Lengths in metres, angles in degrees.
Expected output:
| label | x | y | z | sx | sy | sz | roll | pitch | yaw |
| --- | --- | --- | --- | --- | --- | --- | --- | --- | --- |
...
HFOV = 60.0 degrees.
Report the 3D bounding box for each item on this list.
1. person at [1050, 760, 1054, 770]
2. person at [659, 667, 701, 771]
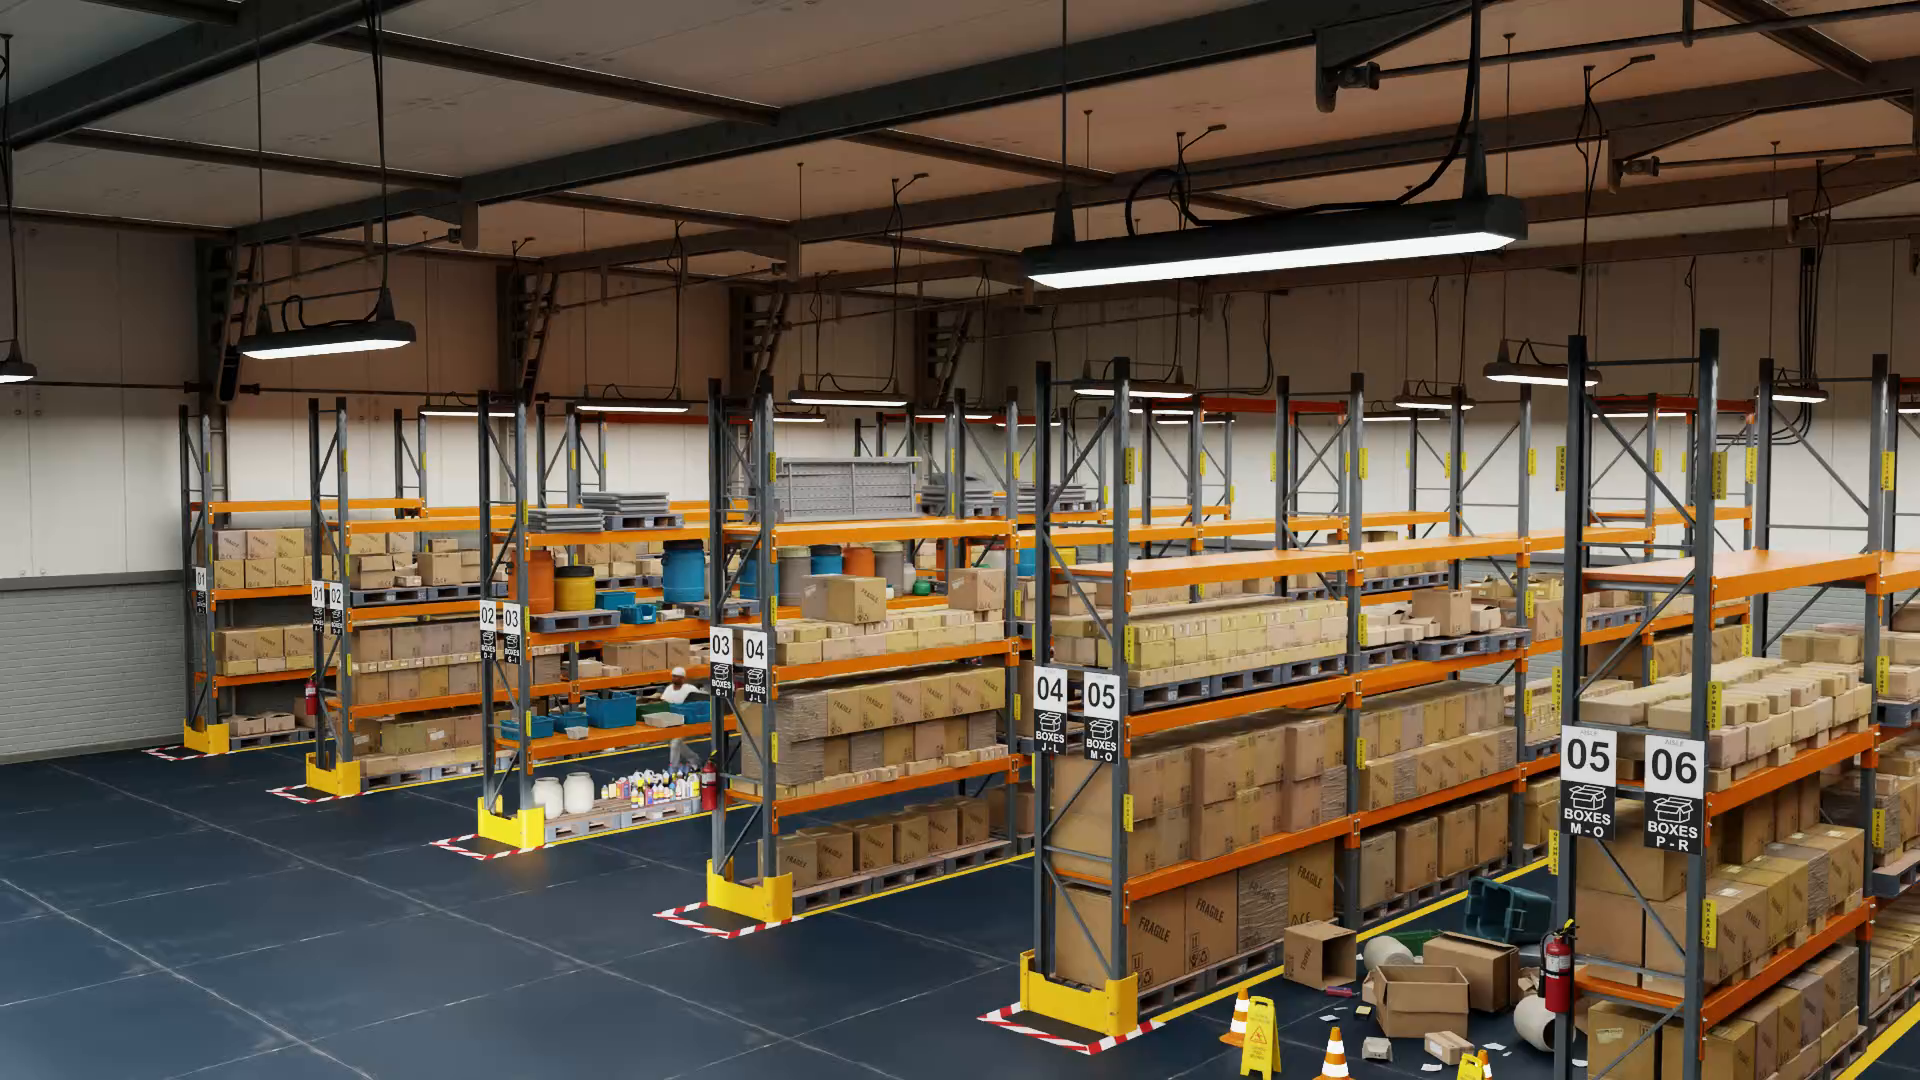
| label | x | y | z | sx | sy | sz | roll | pitch | yaw |
| --- | --- | --- | --- | --- | --- | --- | --- | --- | --- |
| person | 1.530 | 2.967 | 25.011 | 0.691 | 1.750 | 0.764 | 2 | 4 | 34 |
| person | -4.427 | 2.872 | 26.203 | 0.736 | 1.755 | 0.956 | 2 | 4 | 33 |
